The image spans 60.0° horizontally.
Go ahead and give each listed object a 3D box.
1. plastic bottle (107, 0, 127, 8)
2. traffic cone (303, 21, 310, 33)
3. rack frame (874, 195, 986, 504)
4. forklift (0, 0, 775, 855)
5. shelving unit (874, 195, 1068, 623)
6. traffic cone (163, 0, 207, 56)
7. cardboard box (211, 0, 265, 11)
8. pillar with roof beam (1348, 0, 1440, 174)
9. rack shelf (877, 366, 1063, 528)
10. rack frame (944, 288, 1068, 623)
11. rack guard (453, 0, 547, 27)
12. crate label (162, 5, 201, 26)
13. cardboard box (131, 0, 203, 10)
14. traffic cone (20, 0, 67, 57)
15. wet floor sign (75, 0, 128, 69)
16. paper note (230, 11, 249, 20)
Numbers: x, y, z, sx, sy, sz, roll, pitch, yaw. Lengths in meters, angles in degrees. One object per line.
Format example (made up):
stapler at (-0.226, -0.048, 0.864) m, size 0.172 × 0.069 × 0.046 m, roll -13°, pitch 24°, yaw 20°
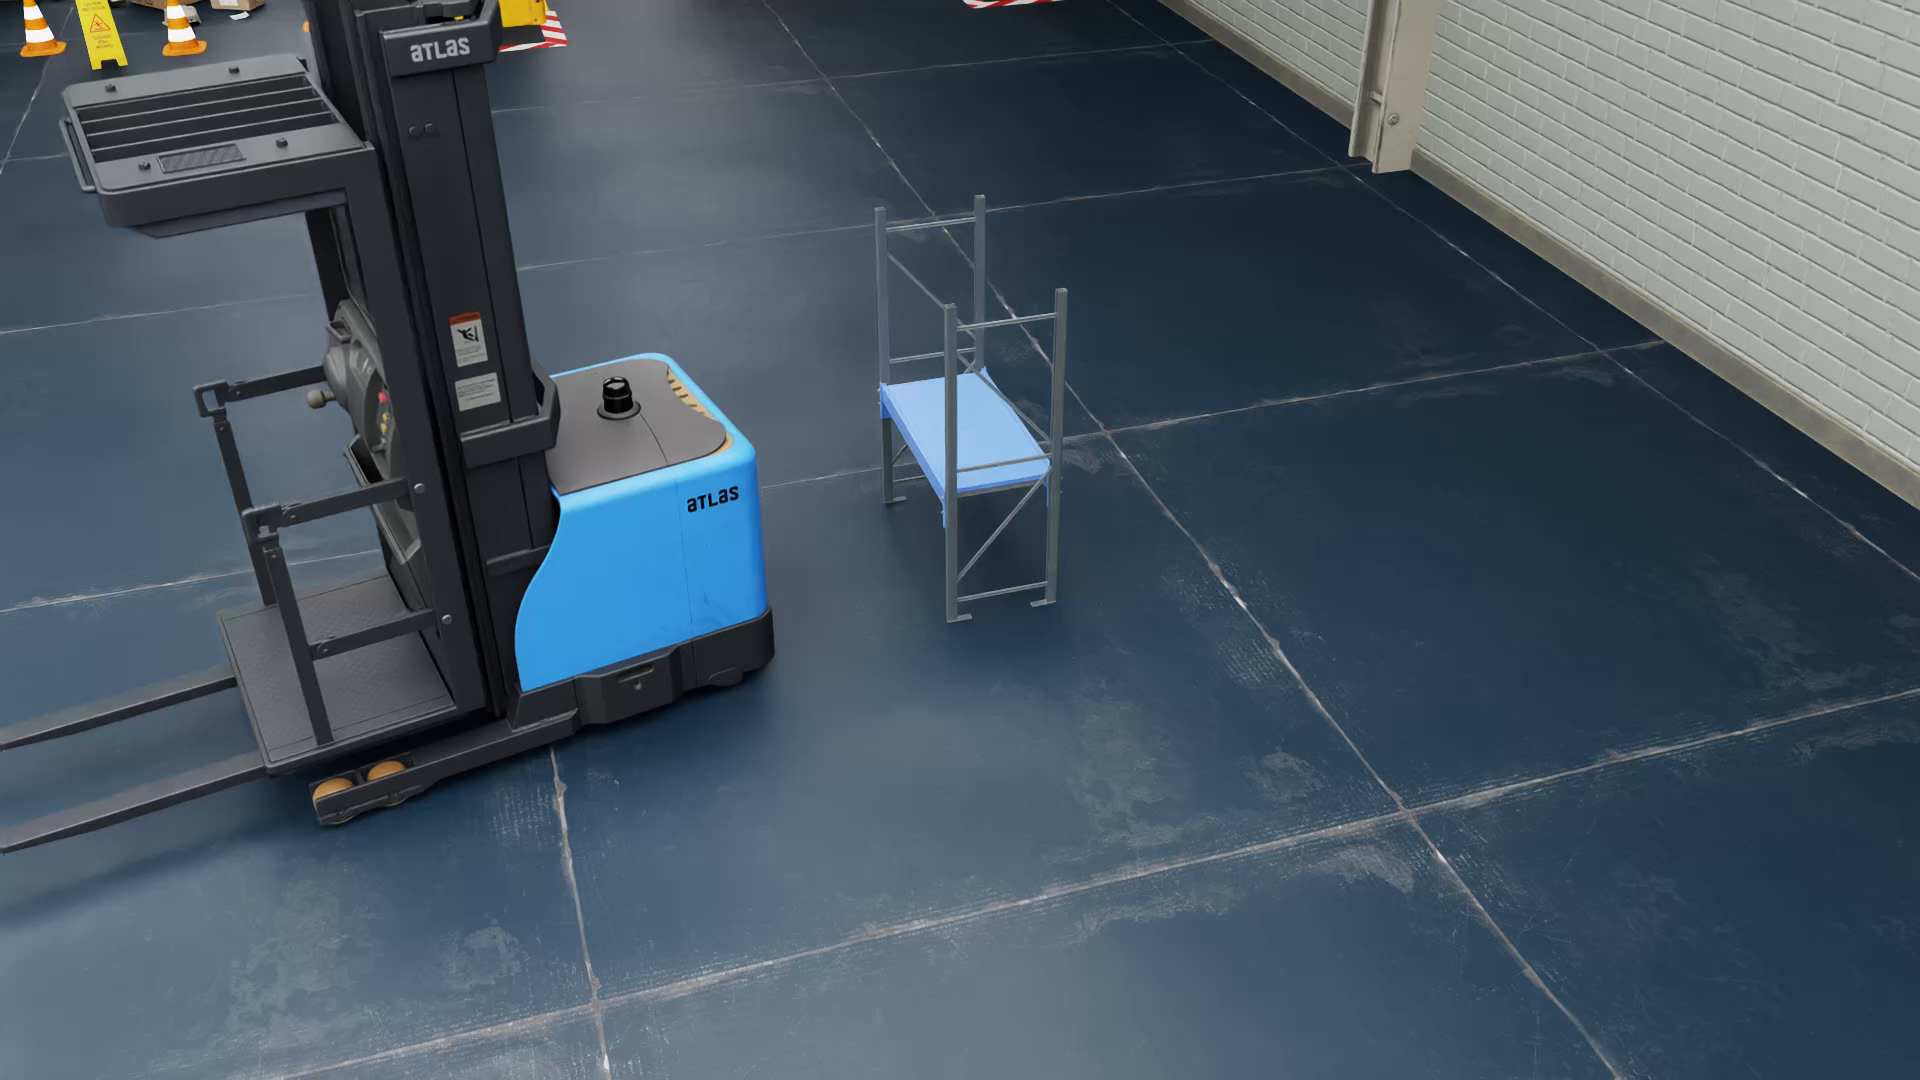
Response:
plastic bottle at (-7.682, -4.905, 15.117) m, size 0.133 × 0.061 × 0.283 m, roll -23°, pitch 40°, yaw -31°
traffic cone at (-5.572, -4.691, 14.429) m, size 0.336 × 0.463 × 0.334 m, roll -10°, pitch 35°, yaw -15°
rack frame at (-0.129, -0.848, 7.673) m, size 0.500 × 1.500 × 0.032 m, roll -10°, pitch 35°, yaw -15°
forklift at (-2.306, -0.506, 5.857) m, size 3.031 × 2.935 × 1.130 m, roll -17°, pitch 37°, yaw -24°
shelving unit at (0.026, -0.581, 7.269) m, size 0.538 × 1.500 × 1.048 m, roll -10°, pitch 35°, yaw -15°
traffic cone at (-6.525, -4.325, 13.876) m, size 0.336 × 0.463 × 0.334 m, roll -10°, pitch 35°, yaw -15°
cardboard box at (-6.536, -4.899, 15.029) m, size 0.380 × 0.149 × 0.250 m, roll 7°, pitch 34°, yaw 10°
pillar with roof beam at (-1.110, -5.723, 8.248) m, size 9.100 × 9.000 × 0.400 m, roll -10°, pitch 35°, yaw -15°
rack shelf at (0.026, -0.431, 7.368) m, size 0.538 × 0.185 × 1.000 m, roll -10°, pitch 35°, yaw -15°
rack frame at (0.181, -0.314, 6.865) m, size 0.500 × 1.500 × 0.032 m, roll -10°, pitch 35°, yaw -15°
rack guard at (-4.235, -4.737, 14.466) m, size 1.175 × 0.500 × 0.348 m, roll -10°, pitch 35°, yaw -15°
crate label at (-6.824, -4.592, 14.575) m, size 0.298 × 0.136 × 0.250 m, roll 27°, pitch 42°, yaw 34°
cardboard box at (-7.159, -5.195, 15.156) m, size 0.637 × 0.503 × 0.797 m, roll 19°, pitch 38°, yaw 26°
traffic cone at (-7.705, -4.314, 13.859) m, size 0.336 × 0.463 × 0.334 m, roll -10°, pitch 35°, yaw -15°
wet floor sign at (-7.001, -4.190, 13.506) m, size 0.267 × 0.644 × 0.232 m, roll -16°, pitch 37°, yaw -23°
paper note at (-6.396, -4.663, 14.779) m, size 0.148 × 0.019 × 0.142 m, roll -23°, pitch 40°, yaw -31°
